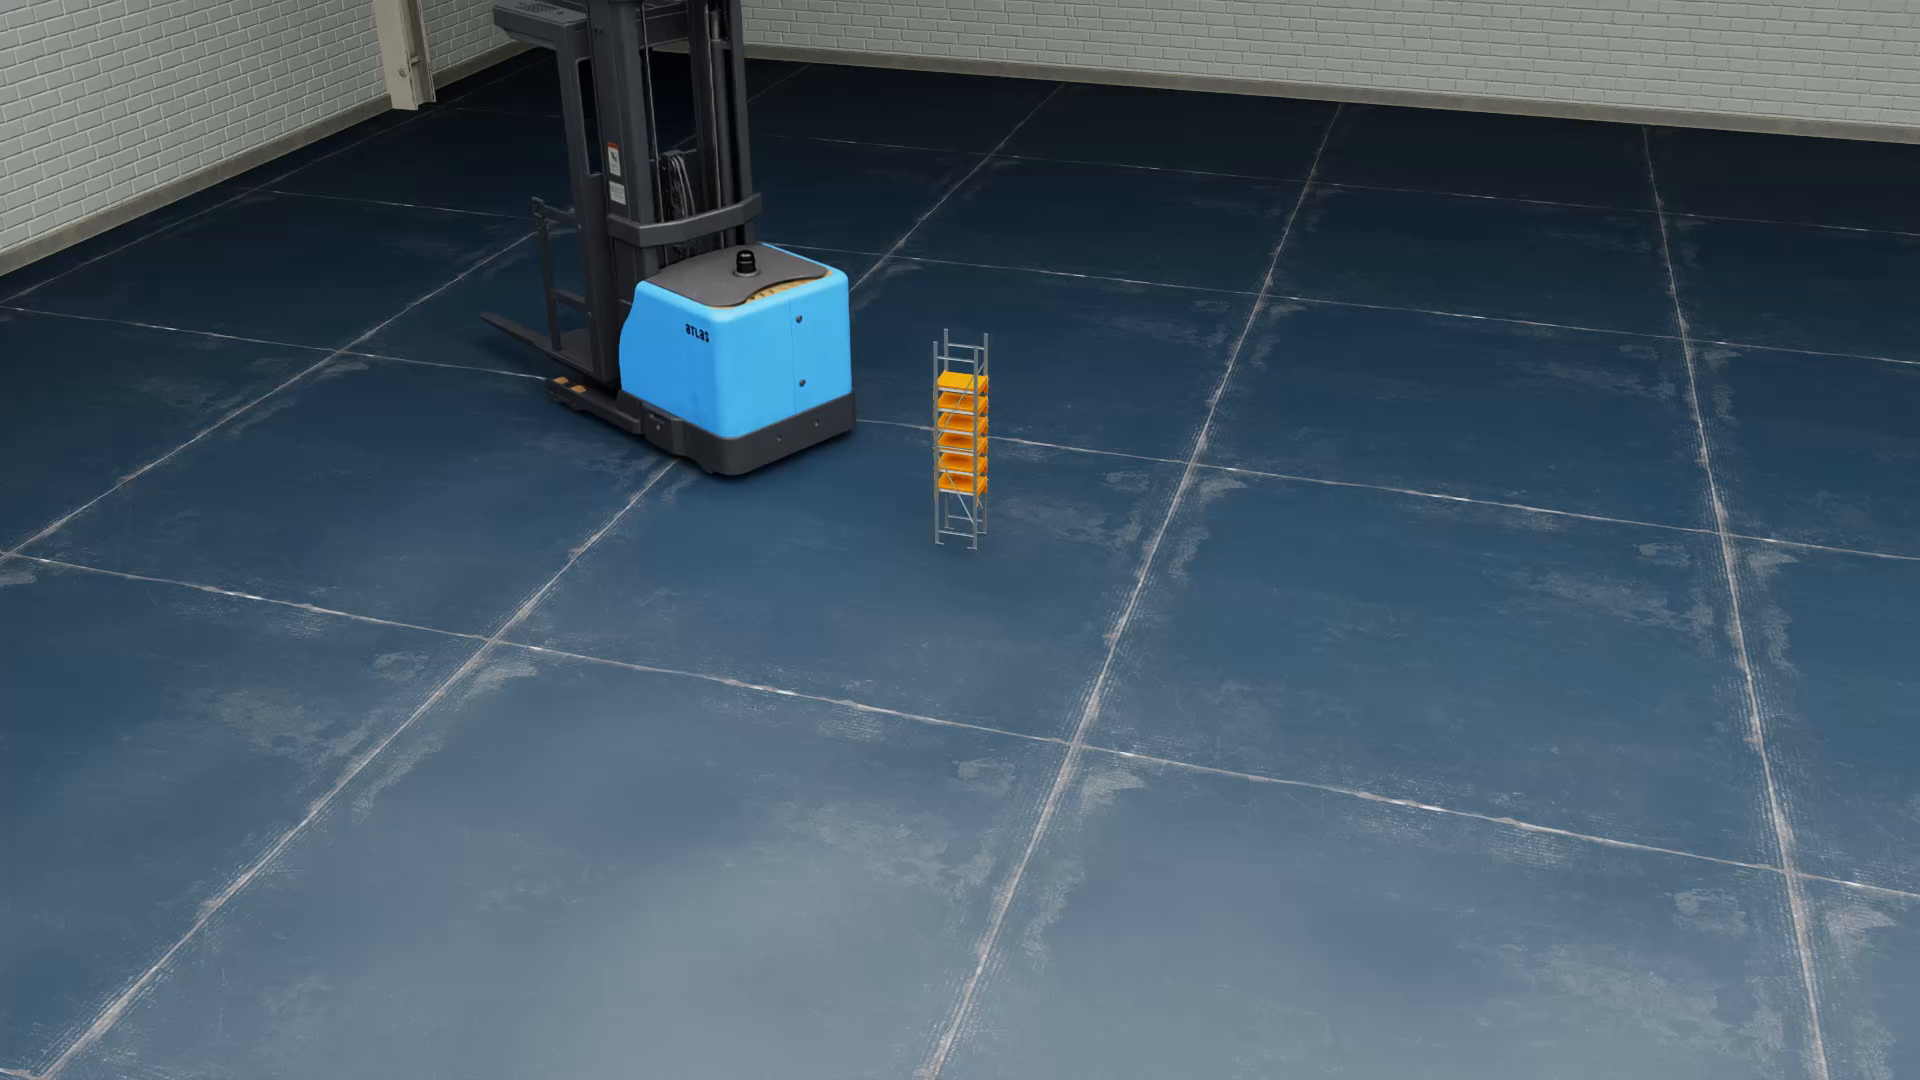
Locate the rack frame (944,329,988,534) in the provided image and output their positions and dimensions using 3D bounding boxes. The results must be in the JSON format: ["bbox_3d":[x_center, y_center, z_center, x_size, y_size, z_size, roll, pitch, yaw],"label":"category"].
[{"bbox_3d":[0.031,-0.574,9.047,0.240,1.200,0.006,8,30,15],"label":"rack frame"}]

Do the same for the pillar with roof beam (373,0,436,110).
[{"bbox_3d":[-1.632,-7.899,14.192,9.100,9.000,0.400,8,30,15],"label":"pillar with roof beam"}]

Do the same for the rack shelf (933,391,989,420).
[{"bbox_3d":[0.004,-0.702,8.875,0.258,0.103,0.180,8,30,15],"label":"rack shelf"}]

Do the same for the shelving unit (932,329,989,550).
[{"bbox_3d":[0.004,-0.531,8.970,0.258,1.200,0.189,8,30,15],"label":"shelving unit"}]

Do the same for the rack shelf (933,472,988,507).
[{"bbox_3d":[0.004,-0.282,9.109,0.258,0.103,0.180,8,30,15],"label":"rack shelf"}]

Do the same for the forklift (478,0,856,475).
[{"bbox_3d":[-2.059,-2.272,10.319,3.031,2.935,1.130,25,38,38],"label":"forklift"}]

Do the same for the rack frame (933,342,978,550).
[{"bbox_3d":[-0.023,-0.489,8.894,0.240,1.200,0.006,8,30,15],"label":"rack frame"}]

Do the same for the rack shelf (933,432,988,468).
[{"bbox_3d":[0.004,-0.492,8.992,0.258,0.103,0.180,8,30,15],"label":"rack shelf"}]

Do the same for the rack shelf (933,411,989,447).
[{"bbox_3d":[0.004,-0.597,8.934,0.258,0.103,0.180,8,30,15],"label":"rack shelf"}]

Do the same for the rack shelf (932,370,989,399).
[{"bbox_3d":[0.004,-0.807,8.817,0.258,0.103,0.180,8,30,15],"label":"rack shelf"}]

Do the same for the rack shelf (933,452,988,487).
[{"bbox_3d":[0.004,-0.387,9.050,0.258,0.103,0.180,8,30,15],"label":"rack shelf"}]
